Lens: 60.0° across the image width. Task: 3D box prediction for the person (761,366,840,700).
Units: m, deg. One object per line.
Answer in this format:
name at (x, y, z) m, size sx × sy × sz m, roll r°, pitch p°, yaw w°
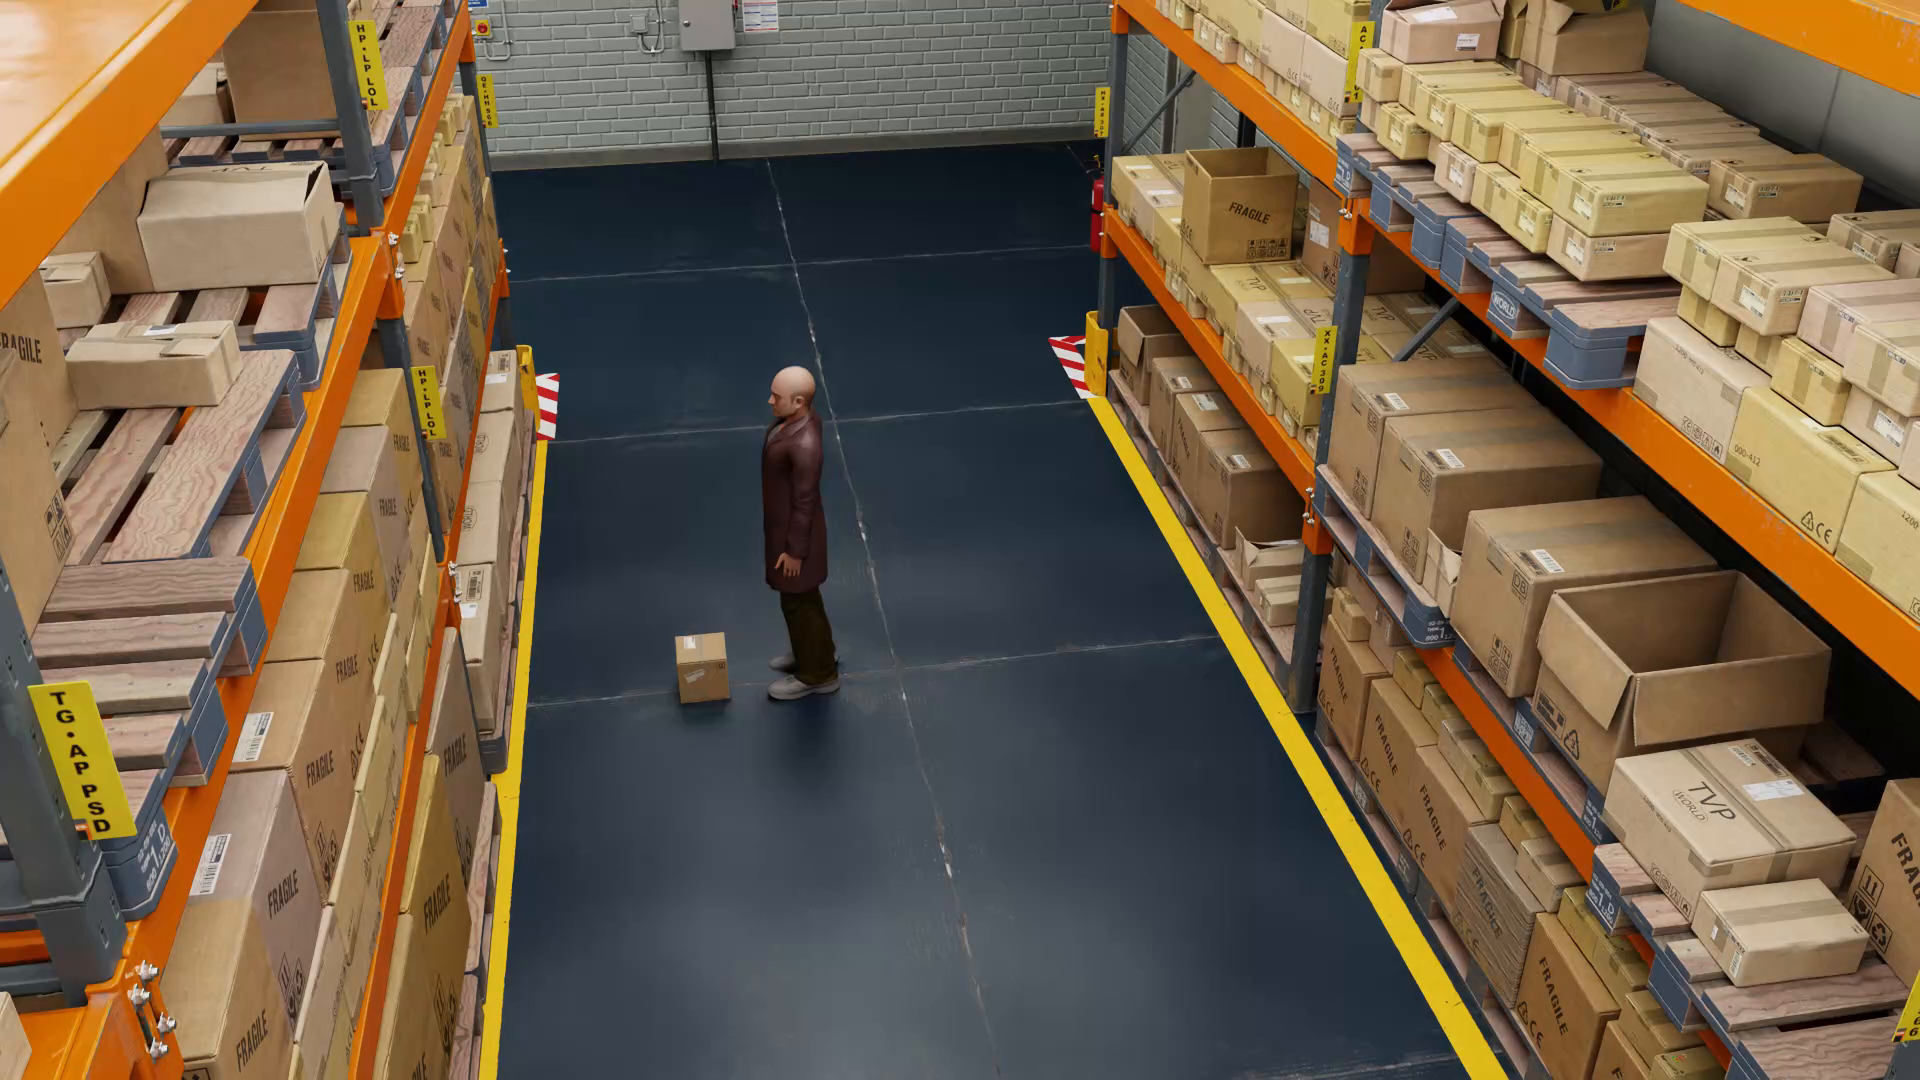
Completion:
person at (-0.811, -0.025, 8.224) m, size 0.394 × 1.799 × 0.561 m, roll -4°, pitch 31°, yaw -8°
